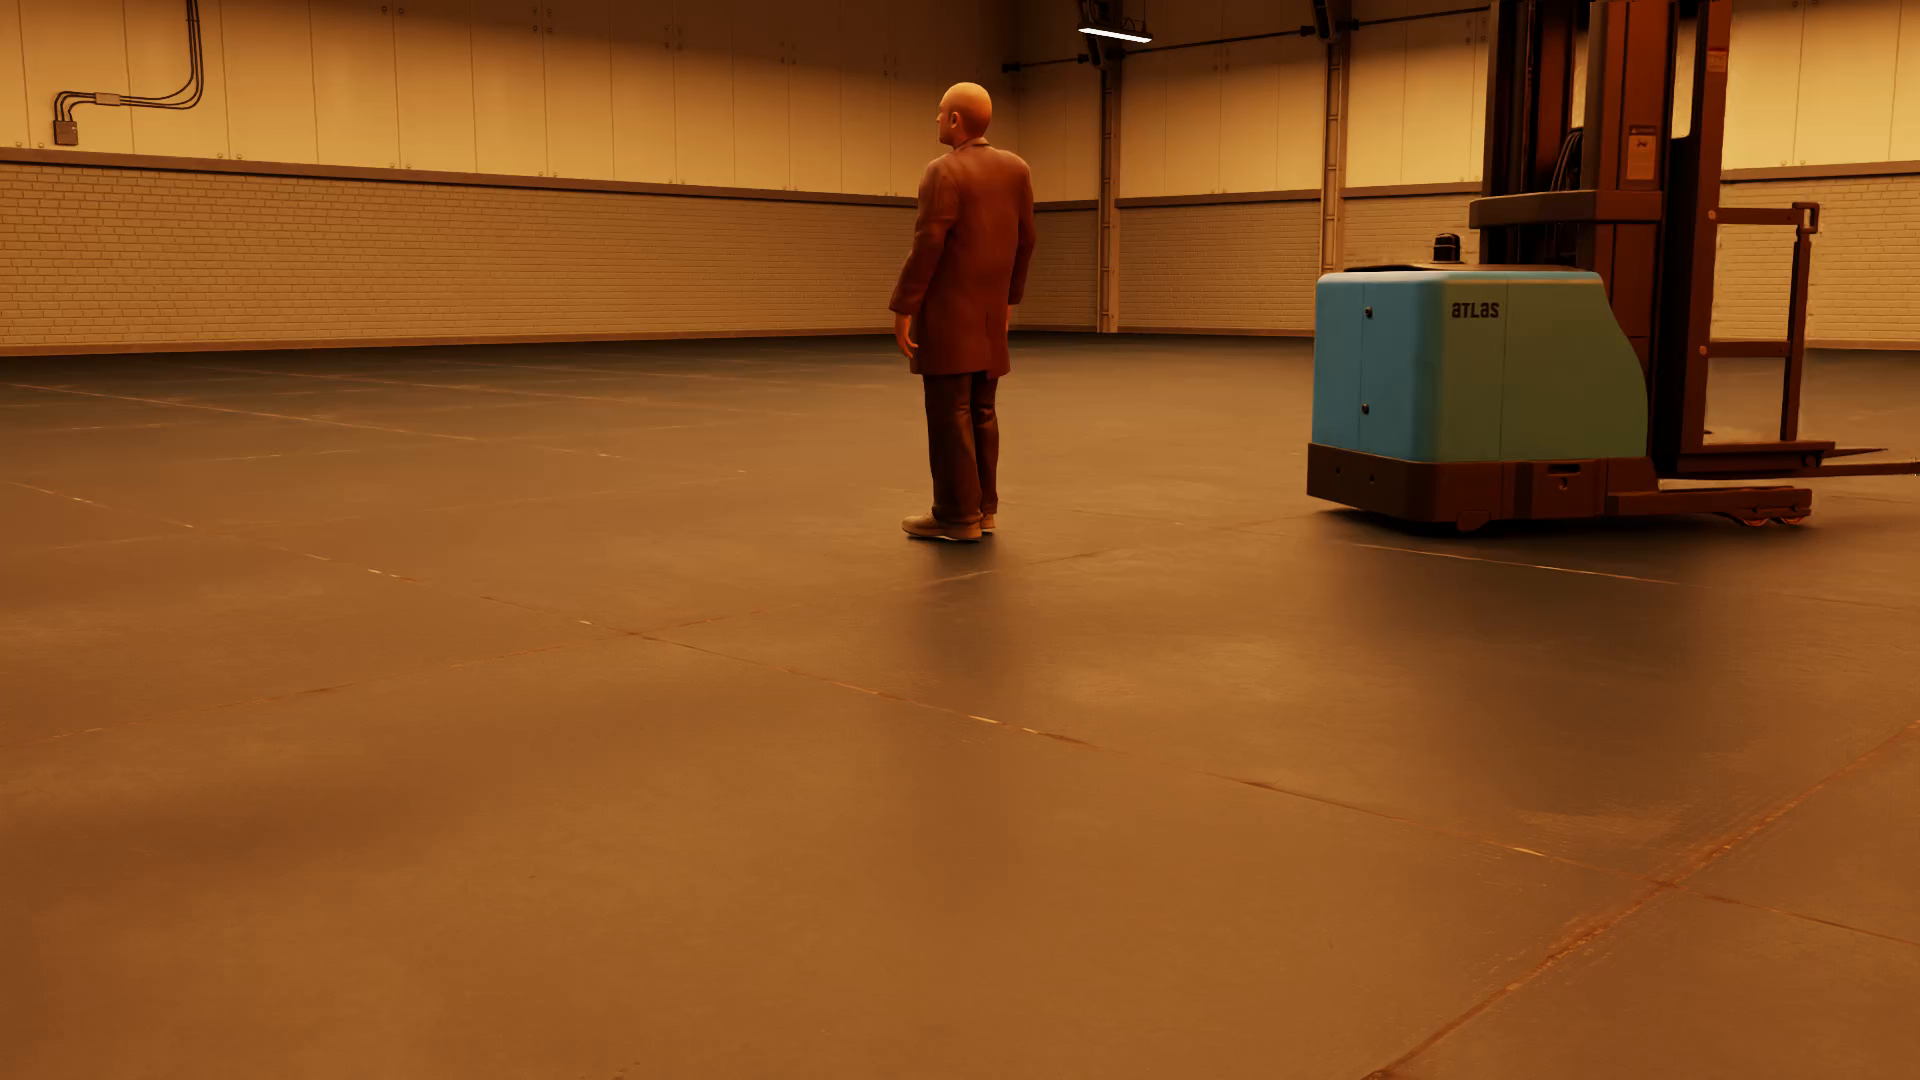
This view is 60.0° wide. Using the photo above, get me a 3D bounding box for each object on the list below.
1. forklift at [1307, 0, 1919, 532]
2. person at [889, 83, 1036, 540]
[{"bbox_3d":[3.162,-1.579,7.358,3.031,2.935,1.130,-2,9,-15],"label":"forklift"},{"bbox_3d":[-0.064,-0.896,6.650,0.579,1.777,0.696,8,12,43],"label":"person"}]
